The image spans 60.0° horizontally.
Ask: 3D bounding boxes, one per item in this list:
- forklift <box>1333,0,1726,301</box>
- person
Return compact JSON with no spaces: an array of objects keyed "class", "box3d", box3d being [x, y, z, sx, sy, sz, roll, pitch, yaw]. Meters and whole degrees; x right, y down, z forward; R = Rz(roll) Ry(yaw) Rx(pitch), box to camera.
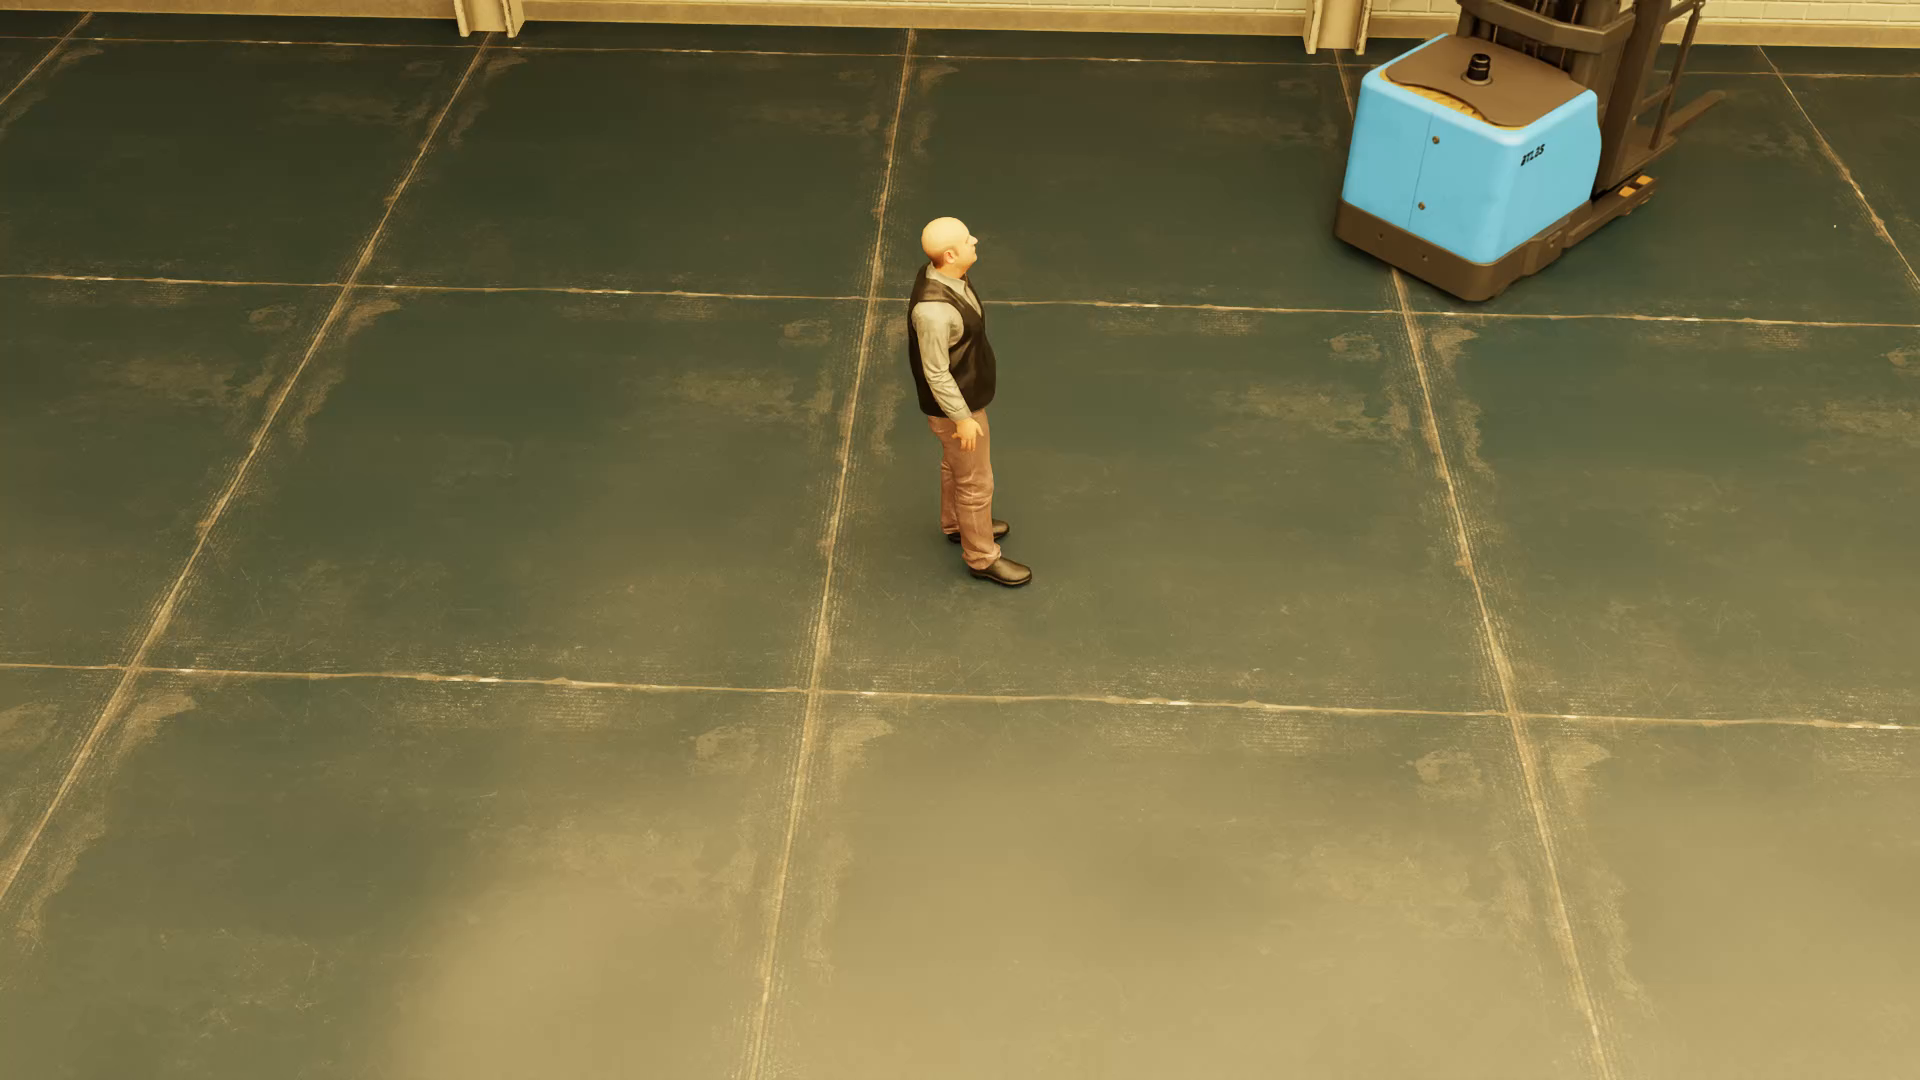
[{"class":"forklift","box3d":[3.619,-3.281,9.337,3.031,2.935,1.130,-32,51,-30]},{"class":"person","box3d":[0.061,-0.633,7.323,0.568,1.720,0.632,2,42,2]}]
